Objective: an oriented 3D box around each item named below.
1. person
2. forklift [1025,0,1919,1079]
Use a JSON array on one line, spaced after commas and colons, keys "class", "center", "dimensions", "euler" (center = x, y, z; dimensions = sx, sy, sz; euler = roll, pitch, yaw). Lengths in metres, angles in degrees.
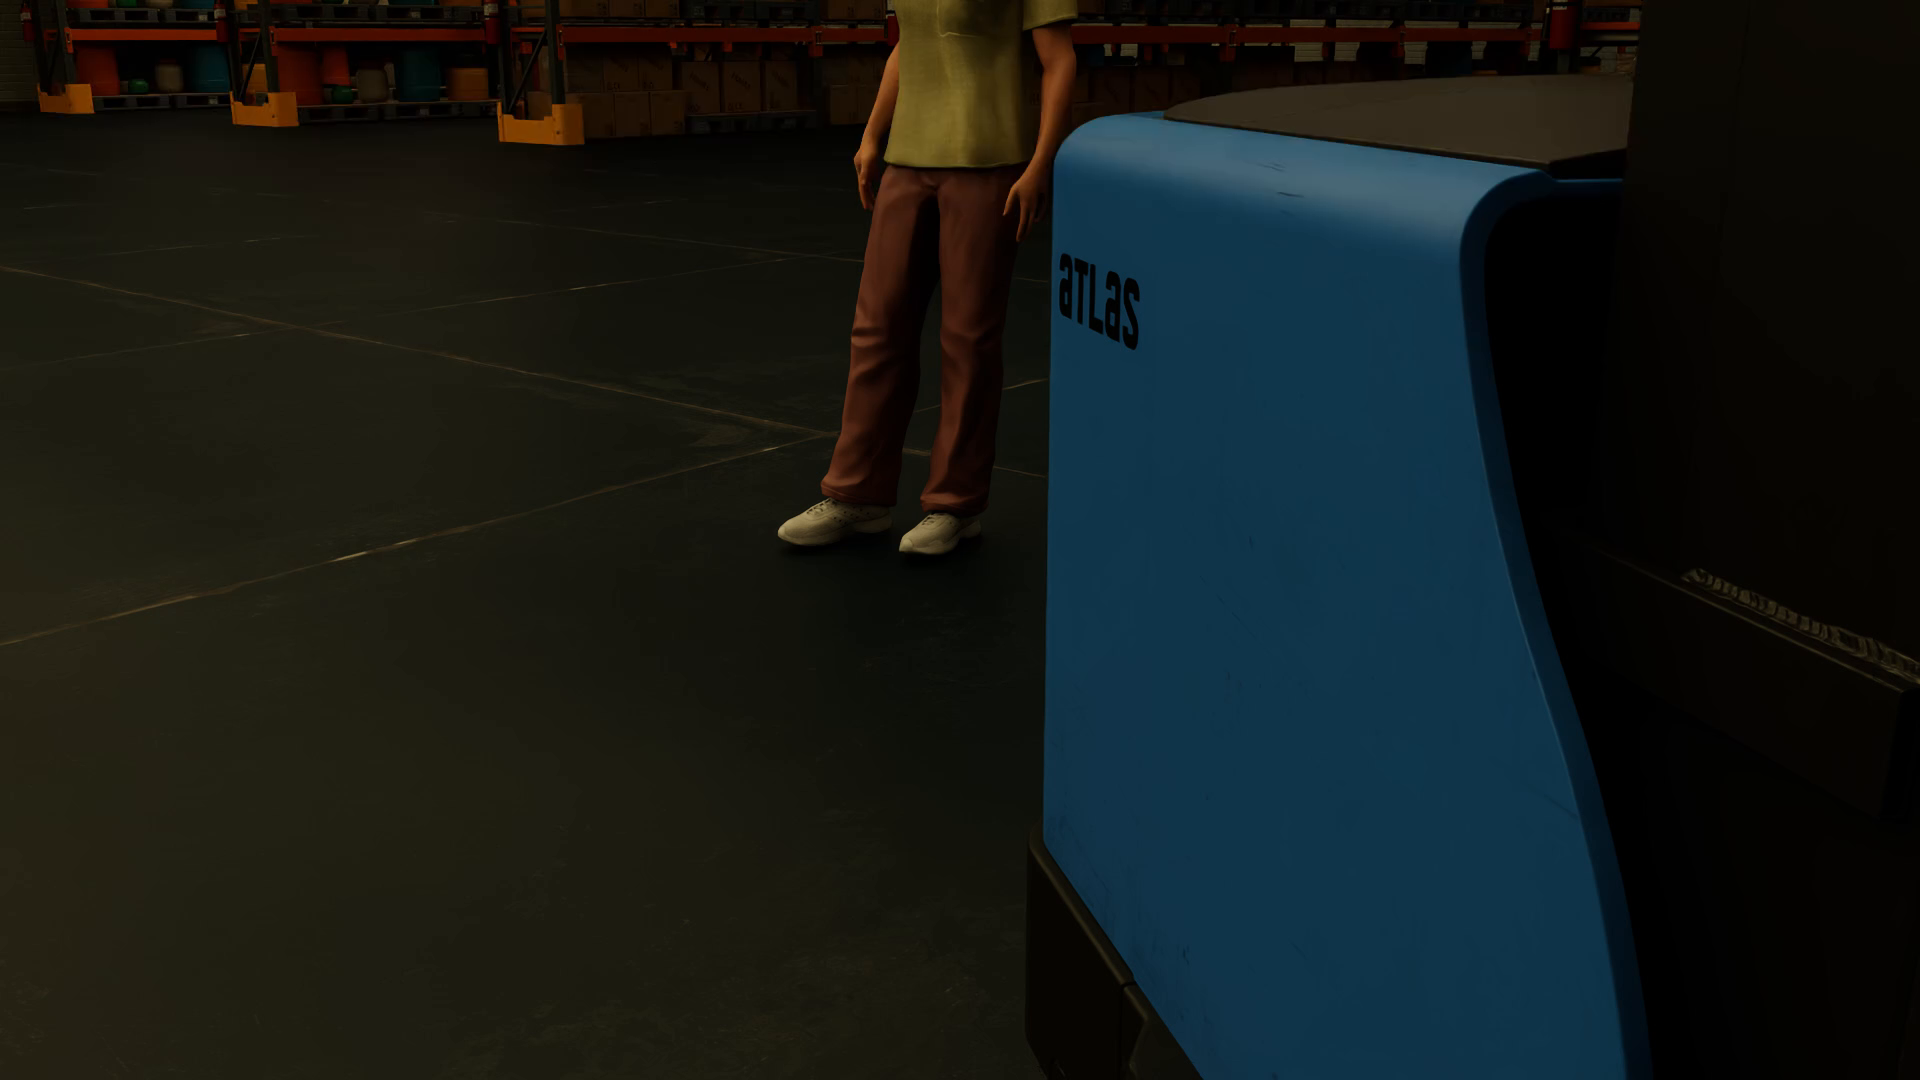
[{"class": "person", "center": [-0.056, -0.794, 3.648], "dimensions": [0.554, 1.673, 0.548], "euler": [13, 21, 37]}, {"class": "forklift", "center": [0.954, -0.418, 0.273], "dimensions": [1.130, 2.935, 3.031], "euler": [-5, 17, -15]}]
